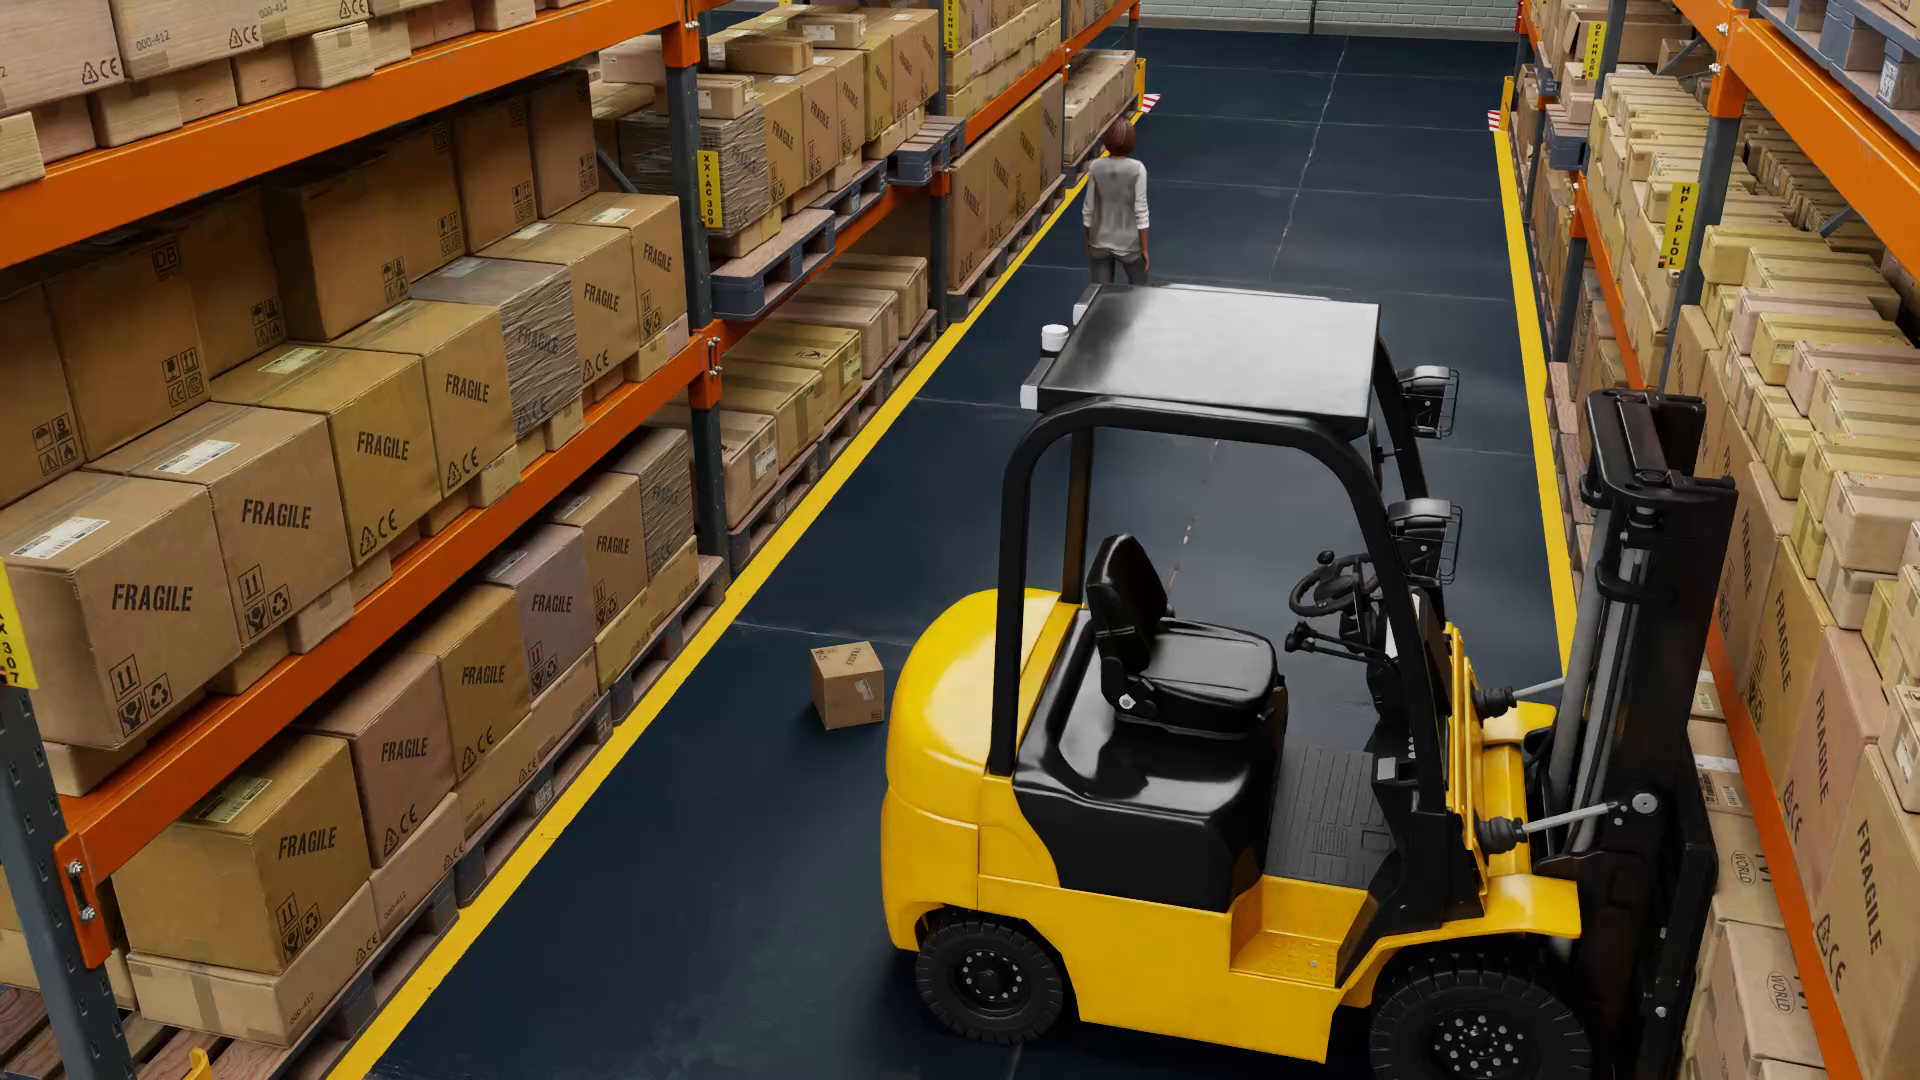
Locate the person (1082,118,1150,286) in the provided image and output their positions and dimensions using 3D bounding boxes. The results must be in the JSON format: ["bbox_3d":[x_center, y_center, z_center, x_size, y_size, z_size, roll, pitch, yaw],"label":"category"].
[{"bbox_3d":[0.978,-1.830,10.386,0.447,1.608,0.470,6,26,12],"label":"person"}]
